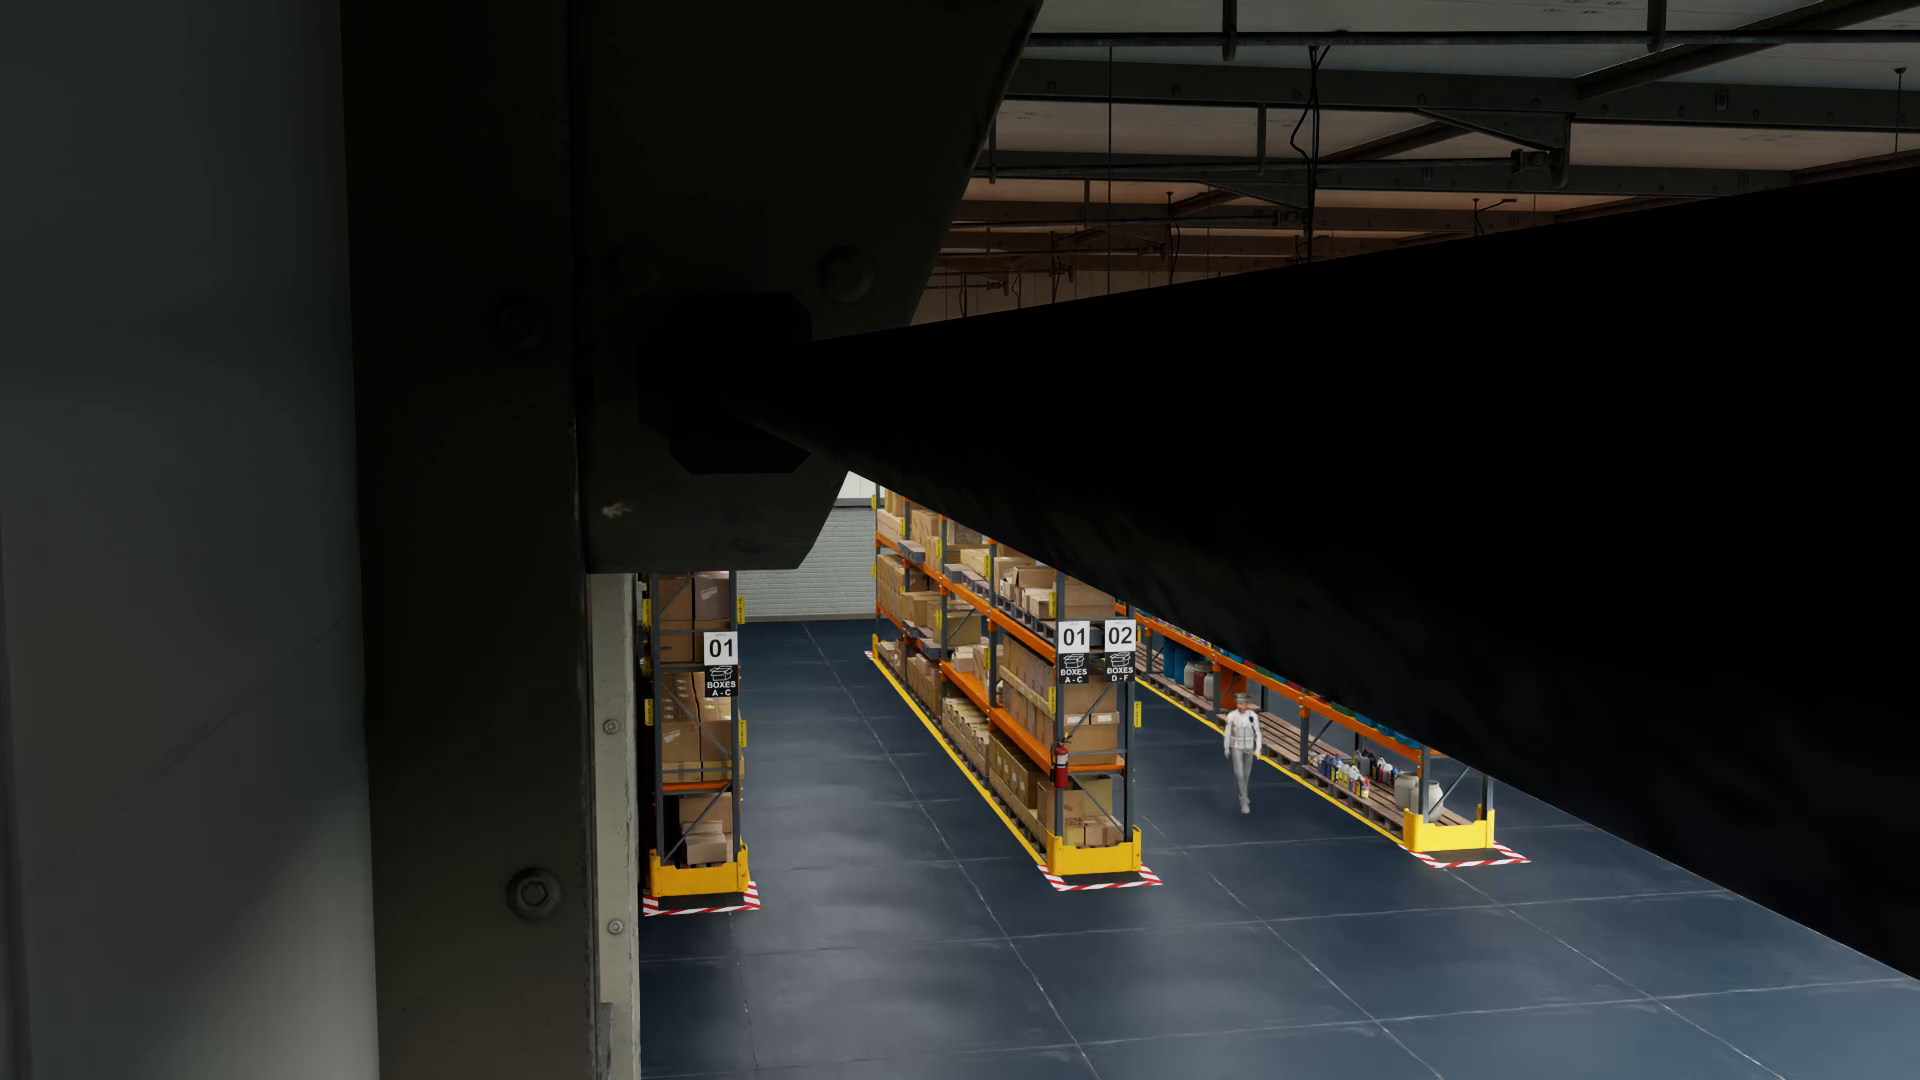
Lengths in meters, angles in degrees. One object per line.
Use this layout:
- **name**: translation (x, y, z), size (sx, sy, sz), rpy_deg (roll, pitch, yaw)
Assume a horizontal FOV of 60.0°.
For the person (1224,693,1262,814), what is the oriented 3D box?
- **person**: translation (4.102, 3.056, 24.017), size (0.510, 1.708, 0.733), rpy_deg (0, 6, -5)
